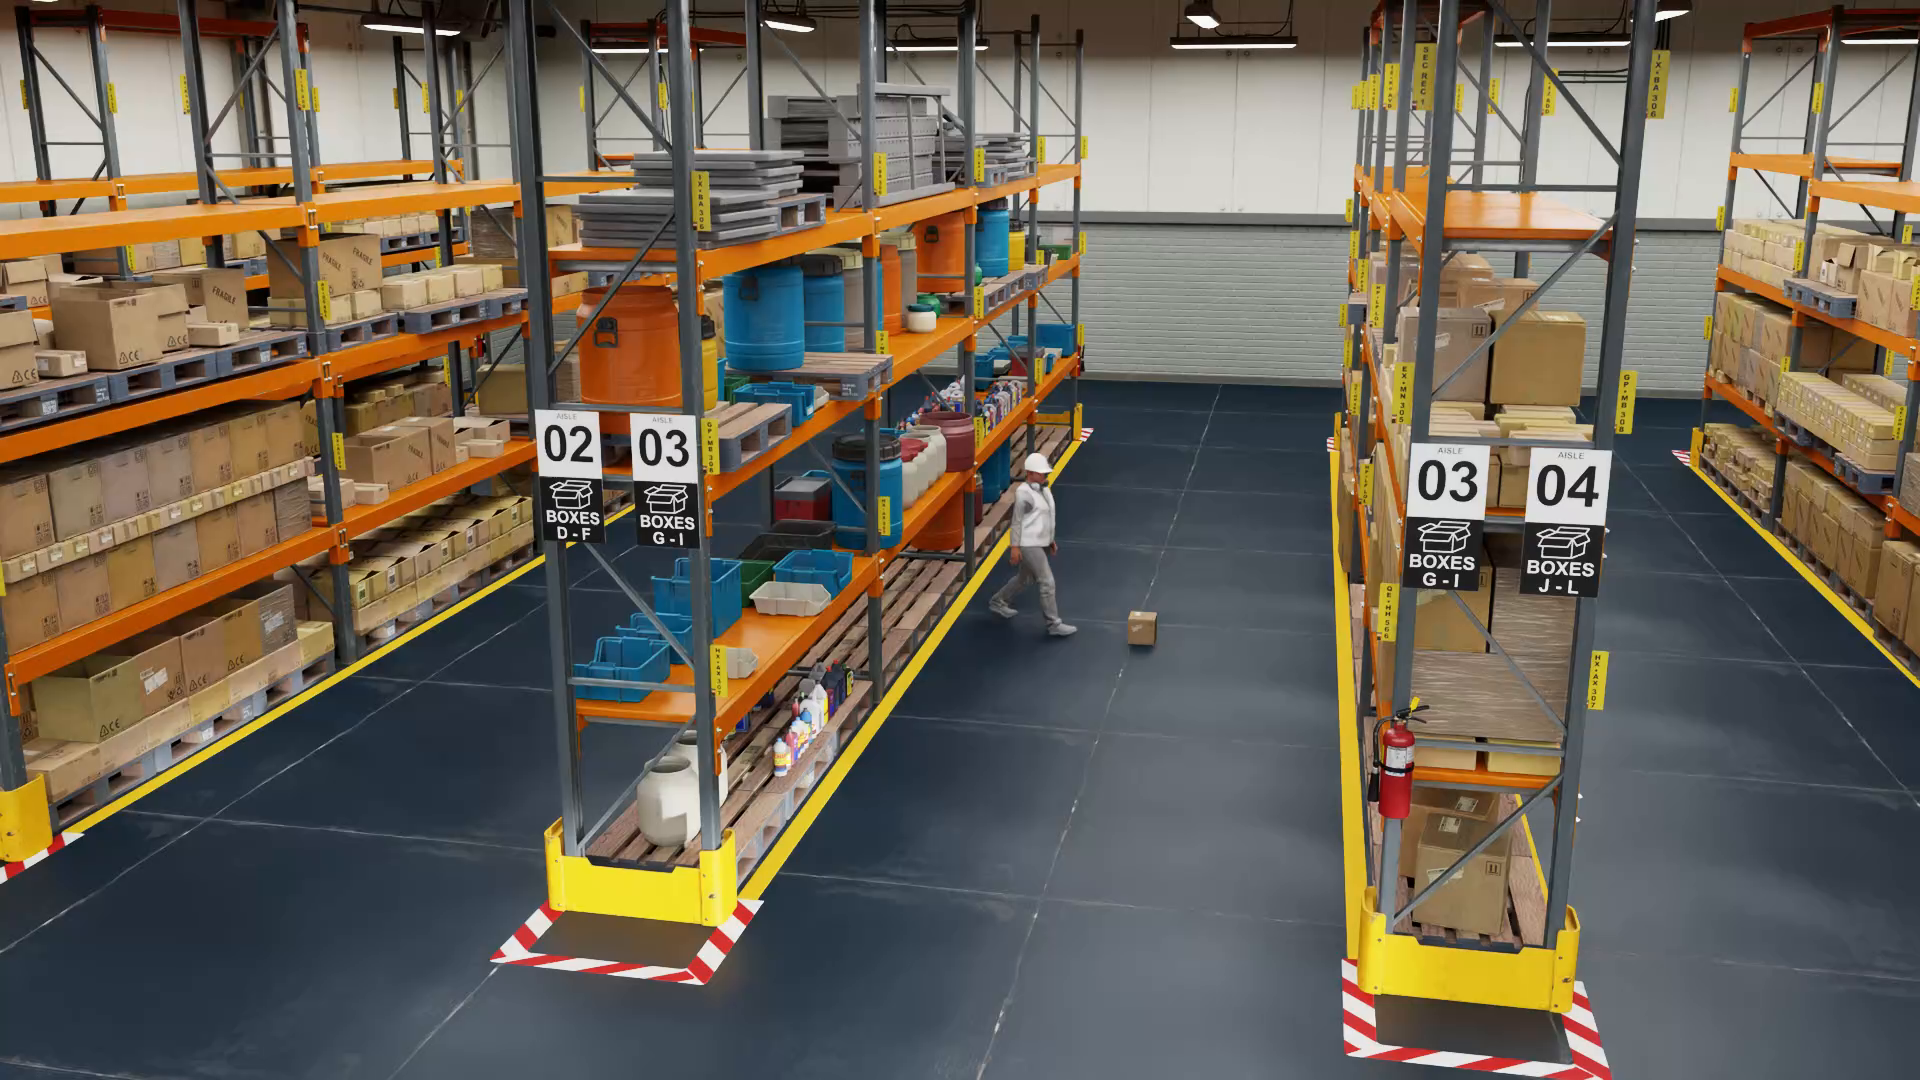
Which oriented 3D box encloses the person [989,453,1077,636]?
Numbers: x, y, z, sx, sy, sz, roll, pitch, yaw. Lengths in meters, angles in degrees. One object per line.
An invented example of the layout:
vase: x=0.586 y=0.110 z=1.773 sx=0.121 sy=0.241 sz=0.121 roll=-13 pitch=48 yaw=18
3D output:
person: x=0.716 y=0.017 z=15.958 sx=0.999 sy=1.743 sz=0.557 roll=7 pitch=16 yaw=24
